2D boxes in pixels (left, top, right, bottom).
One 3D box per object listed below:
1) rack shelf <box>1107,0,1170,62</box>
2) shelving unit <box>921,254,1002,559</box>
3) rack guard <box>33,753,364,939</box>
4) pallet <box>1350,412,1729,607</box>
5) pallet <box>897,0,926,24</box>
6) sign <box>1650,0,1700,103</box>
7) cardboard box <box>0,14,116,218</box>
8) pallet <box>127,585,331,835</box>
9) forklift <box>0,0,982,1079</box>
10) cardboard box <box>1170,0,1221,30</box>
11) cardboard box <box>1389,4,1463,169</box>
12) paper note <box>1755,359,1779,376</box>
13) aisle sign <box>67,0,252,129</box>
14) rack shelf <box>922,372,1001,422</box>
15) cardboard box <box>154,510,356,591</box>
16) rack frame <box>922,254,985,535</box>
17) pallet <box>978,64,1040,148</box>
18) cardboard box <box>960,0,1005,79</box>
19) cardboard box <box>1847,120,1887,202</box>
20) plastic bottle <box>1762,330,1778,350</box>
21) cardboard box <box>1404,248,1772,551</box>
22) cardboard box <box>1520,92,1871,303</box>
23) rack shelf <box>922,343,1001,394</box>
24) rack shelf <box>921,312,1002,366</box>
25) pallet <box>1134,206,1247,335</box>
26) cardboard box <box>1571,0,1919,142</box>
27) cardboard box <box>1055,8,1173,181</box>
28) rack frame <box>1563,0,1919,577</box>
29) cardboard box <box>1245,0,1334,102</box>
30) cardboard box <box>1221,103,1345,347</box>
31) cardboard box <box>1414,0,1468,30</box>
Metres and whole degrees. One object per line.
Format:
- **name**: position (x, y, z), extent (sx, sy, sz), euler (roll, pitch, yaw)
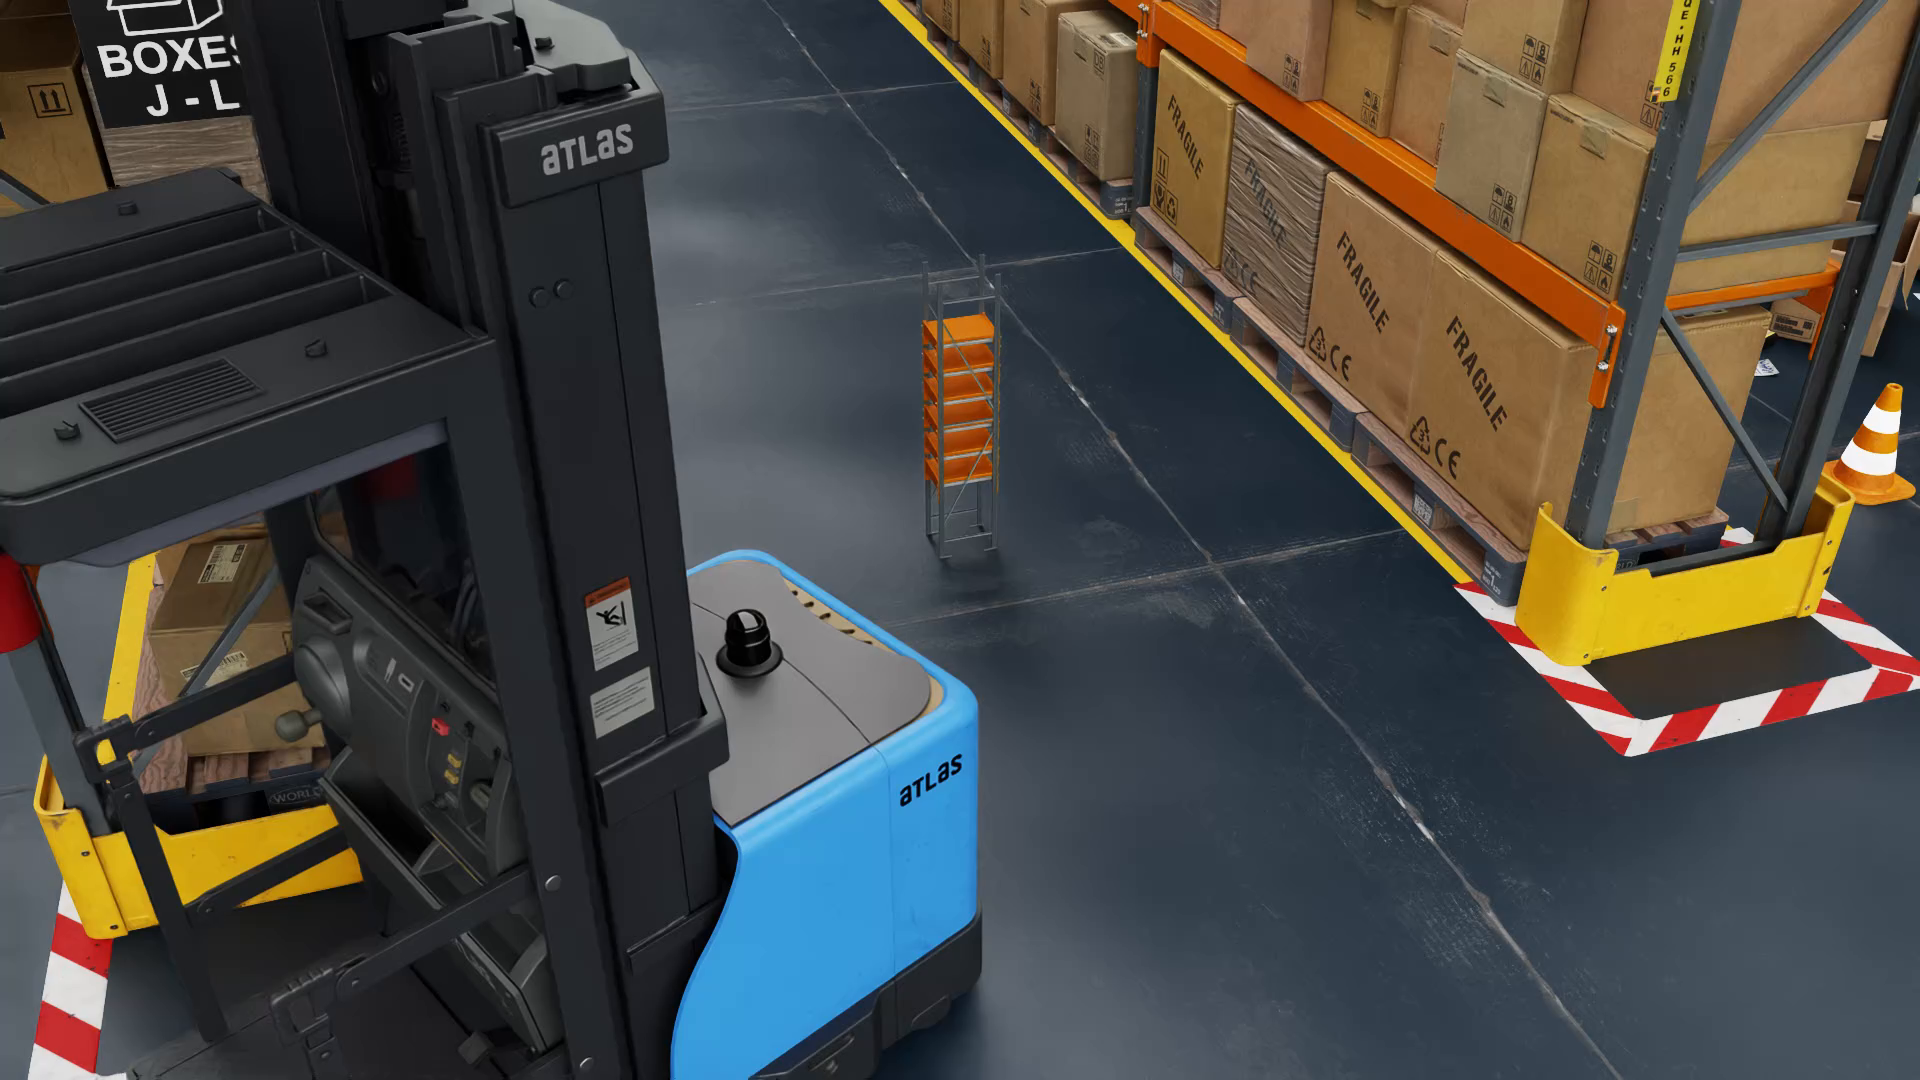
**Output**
- **rack shelf**: position (0.847, -3.832, 10.481), extent (1.077, 0.370, 4.000), euler (-10, 35, -15)
- **shelving unit**: position (0.004, -0.493, 6.408), extent (0.258, 1.200, 0.189), euler (-10, 35, -15)
- **rack guard**: position (-2.100, 0.802, 5.083), extent (1.175, 0.500, 0.348), euler (-10, 35, -15)
- **pallet**: position (2.359, -0.226, 6.900), extent (1.003, 0.211, 1.213), euler (-10, 35, -15)
- **pallet**: position (0.000, -4.430, 13.262), extent (1.003, 0.211, 1.213), euler (-10, 35, -15)
- **sign**: position (2.157, -1.480, 5.004), extent (0.100, 0.325, 0.005), euler (-10, 35, -15)
- **cardboard box**: position (-2.480, -1.031, 4.323), extent (0.500, 0.500, 0.500), euler (-10, 35, -15)
- **pallet**: position (-2.314, 0.490, 5.817), extent (1.003, 0.211, 1.213), euler (-10, 35, -15)
- **forklift**: position (-1.358, 0.423, 3.451), extent (3.031, 2.935, 1.130), euler (-27, 42, -35)
- **cardboard box**: position (1.581, -2.953, 8.362), extent (0.875, 0.550, 0.550), euler (-10, 35, -15)
- **cardboard box**: position (2.282, -1.832, 6.666), extent (0.875, 0.550, 0.550), euler (-10, 35, -15)
- **paper note**: position (3.829, -0.830, 7.980), extent (0.144, 0.017, 0.142), euler (1, 33, 2)
- **aisle sign**: position (-1.772, -1.304, 3.644), extent (0.394, 0.787, 0.004), euler (-10, 35, -15)
- **rack shelf**: position (0.004, -0.556, 6.366), extent (0.258, 0.103, 0.180), euler (-10, 35, -15)
- **cardboard box**: position (-2.466, 0.028, 5.874), extent (0.500, 0.500, 0.500), euler (-1, 33, -2)
- **rack frame**: position (-0.023, -0.541, 6.480), extent (0.240, 1.200, 0.006), euler (-10, 35, -15)
- **pallet**: position (0.775, -2.953, 11.028), extent (1.003, 0.211, 1.213), euler (-10, 35, -15)
- **cardboard box**: position (0.607, -3.626, 11.176), extent (1.050, 0.750, 0.750), euler (-9, 35, -14)
- **cardboard box**: position (5.172, -2.135, 9.525), extent (0.500, 0.500, 0.500), euler (13, 36, 18)
- **plastic bottle**: position (3.891, -1.032, 8.257), extent (0.133, 0.061, 0.283), euler (-23, 40, -31)
- **cardboard box**: position (2.408, -0.616, 6.508), extent (0.875, 0.875, 0.875), euler (-10, 35, -14)
- **cardboard box**: position (2.521, -1.232, 5.758), extent (0.875, 0.550, 0.550), euler (-10, 35, -15)
- **rack shelf**: position (0.004, -0.656, 6.300), extent (0.258, 0.103, 0.180), euler (-10, 35, -15)
- **rack shelf**: position (0.004, -0.756, 6.234), extent (0.258, 0.103, 0.180), euler (-10, 35, -15)
- **pallet**: position (1.615, -1.507, 8.839), extent (1.003, 0.211, 1.213), euler (-10, 35, -15)
- **cardboard box**: position (2.601, -1.697, 5.481), extent (0.875, 0.550, 0.550), euler (-10, 35, -15)
- **cardboard box**: position (1.183, -2.630, 9.669), extent (1.050, 0.750, 0.750), euler (-10, 35, -15)
- **rack frame**: position (2.678, -0.982, 5.516), extent (1.000, 3.000, 0.127), euler (-10, 35, -15)
- **cardboard box**: position (1.823, -2.365, 7.472), extent (0.875, 0.550, 0.550), euler (-10, 35, -15)
- **cardboard box**: position (1.861, -1.557, 7.931), extent (0.875, 0.875, 0.875), euler (-10, 35, -14)
- **cardboard box**: position (2.304, -2.287, 6.374), extent (0.875, 0.550, 0.550), euler (-10, 35, -15)
